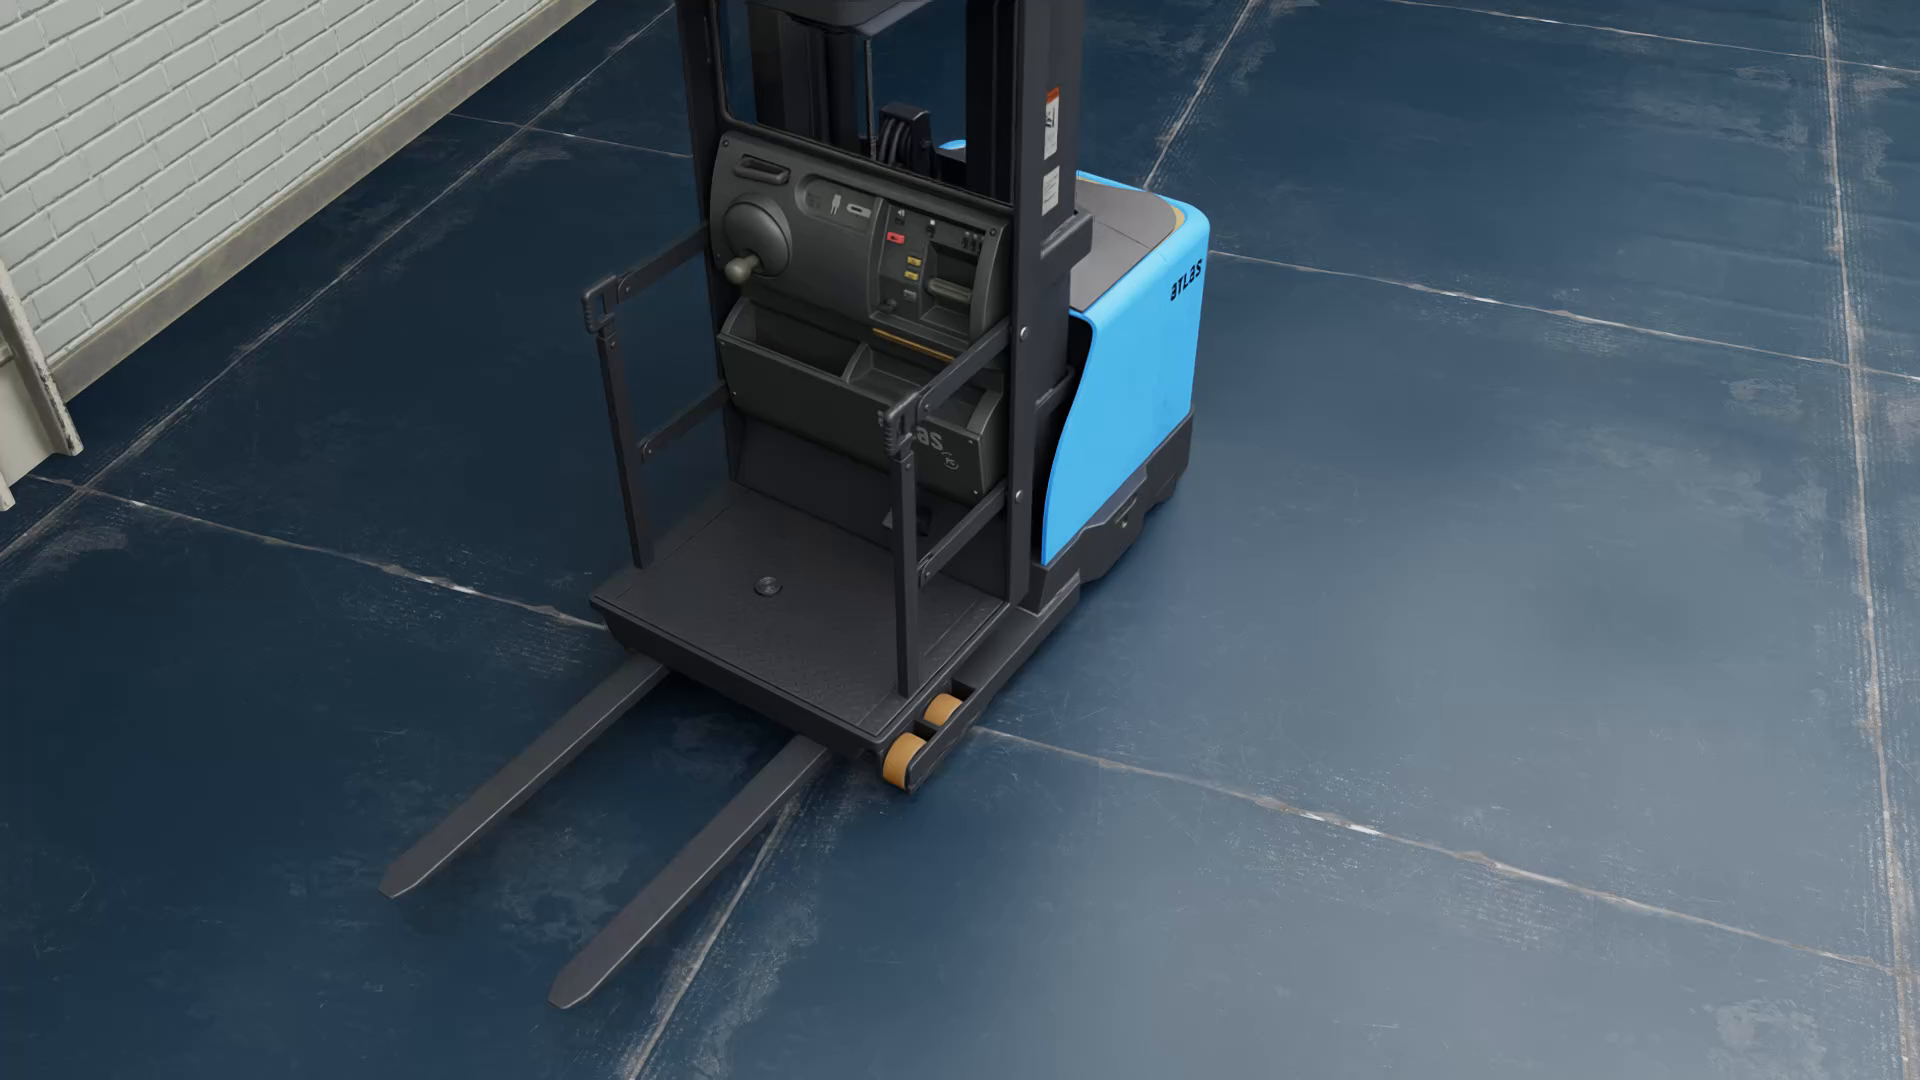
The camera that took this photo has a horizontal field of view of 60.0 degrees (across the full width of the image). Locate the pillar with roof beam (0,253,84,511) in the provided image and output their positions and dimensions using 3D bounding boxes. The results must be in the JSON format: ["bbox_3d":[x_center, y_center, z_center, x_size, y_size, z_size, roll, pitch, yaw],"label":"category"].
[{"bbox_3d":[0.598,-2.723,2.008,9.100,9.000,0.400,13,42,15],"label":"pillar with roof beam"}]

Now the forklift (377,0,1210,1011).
[{"bbox_3d":[-0.411,-0.735,4.353,1.130,2.935,3.031,23,46,25],"label":"forklift"}]
